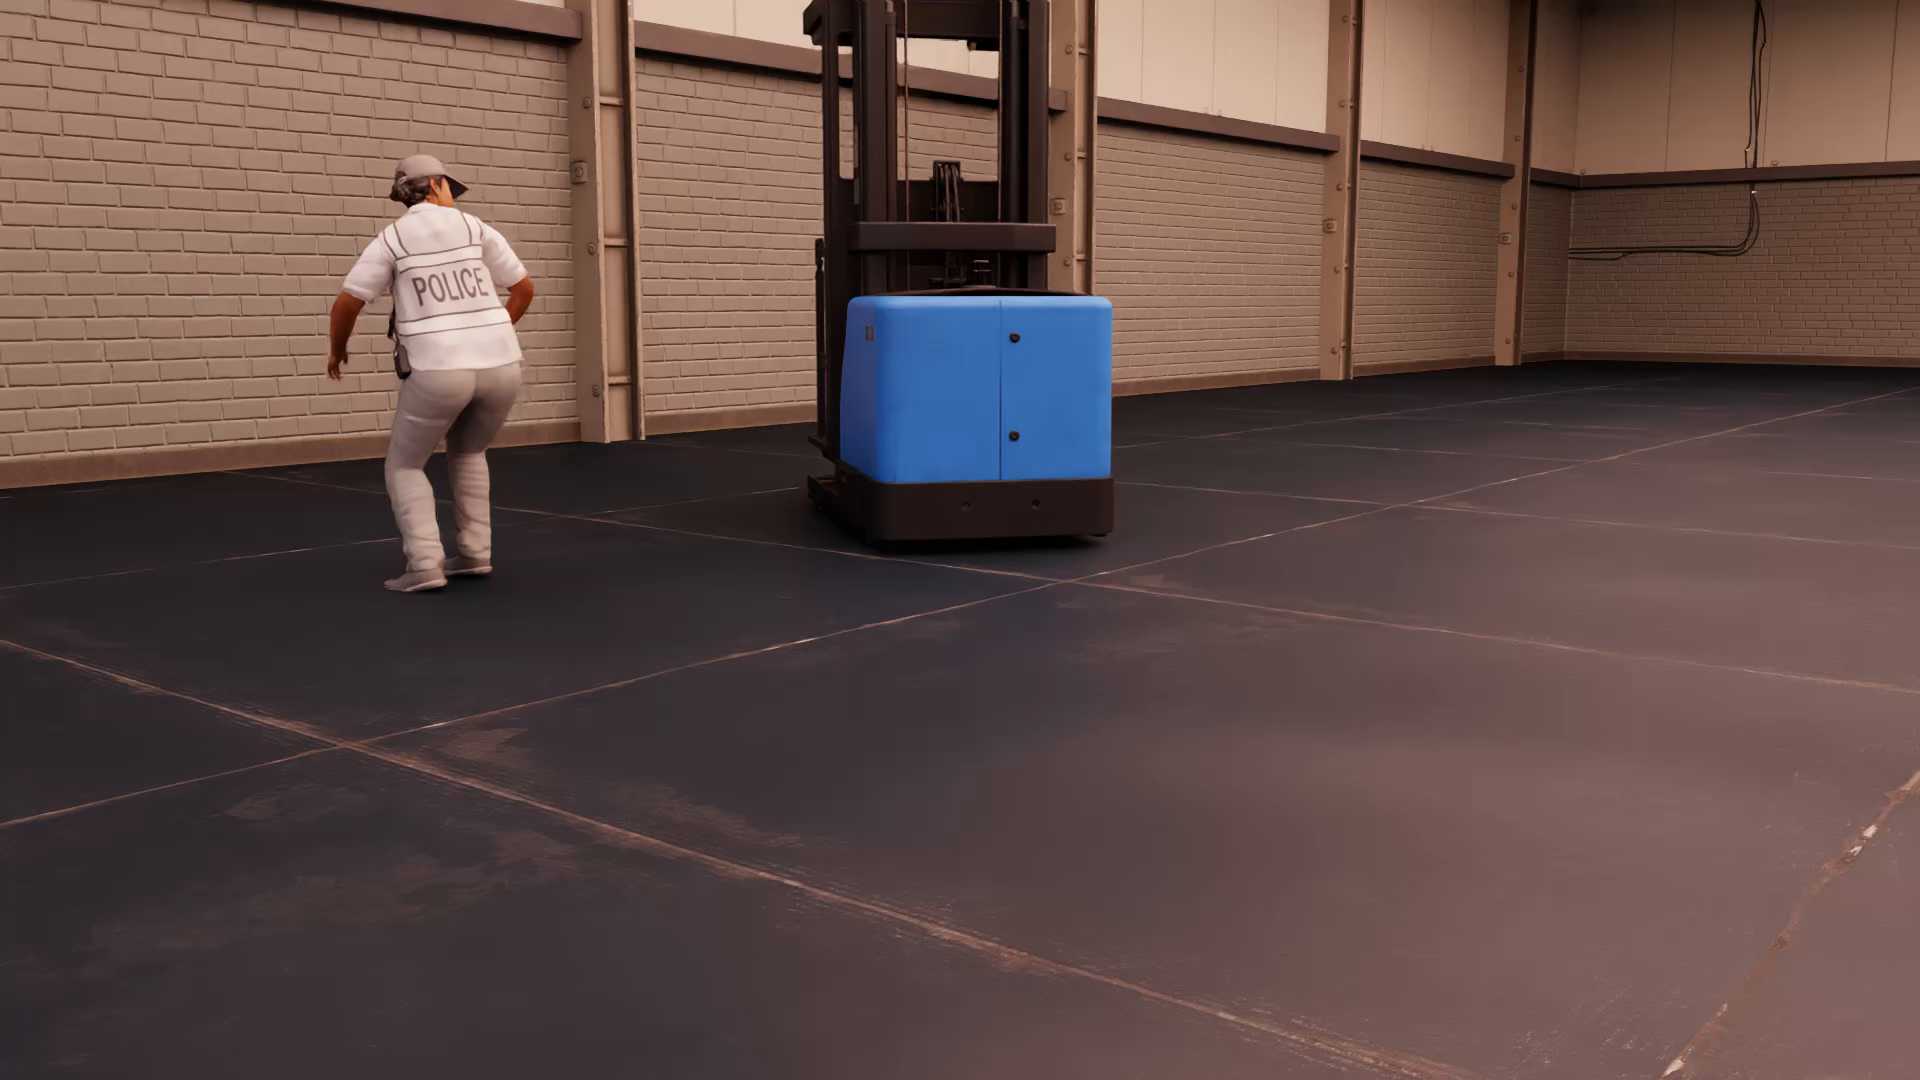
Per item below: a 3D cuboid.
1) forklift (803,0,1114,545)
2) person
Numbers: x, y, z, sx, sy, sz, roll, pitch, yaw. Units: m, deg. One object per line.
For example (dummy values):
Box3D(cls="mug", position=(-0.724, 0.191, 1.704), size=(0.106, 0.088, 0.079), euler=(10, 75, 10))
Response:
Box3D(cls="forklift", position=(-0.169, -1.603, 8.238), size=(1.130, 2.935, 3.031), euler=(-2, 9, -13))
Box3D(cls="person", position=(-1.961, -0.614, 6.209), size=(0.720, 1.619, 0.597), euler=(-7, 11, -38))
